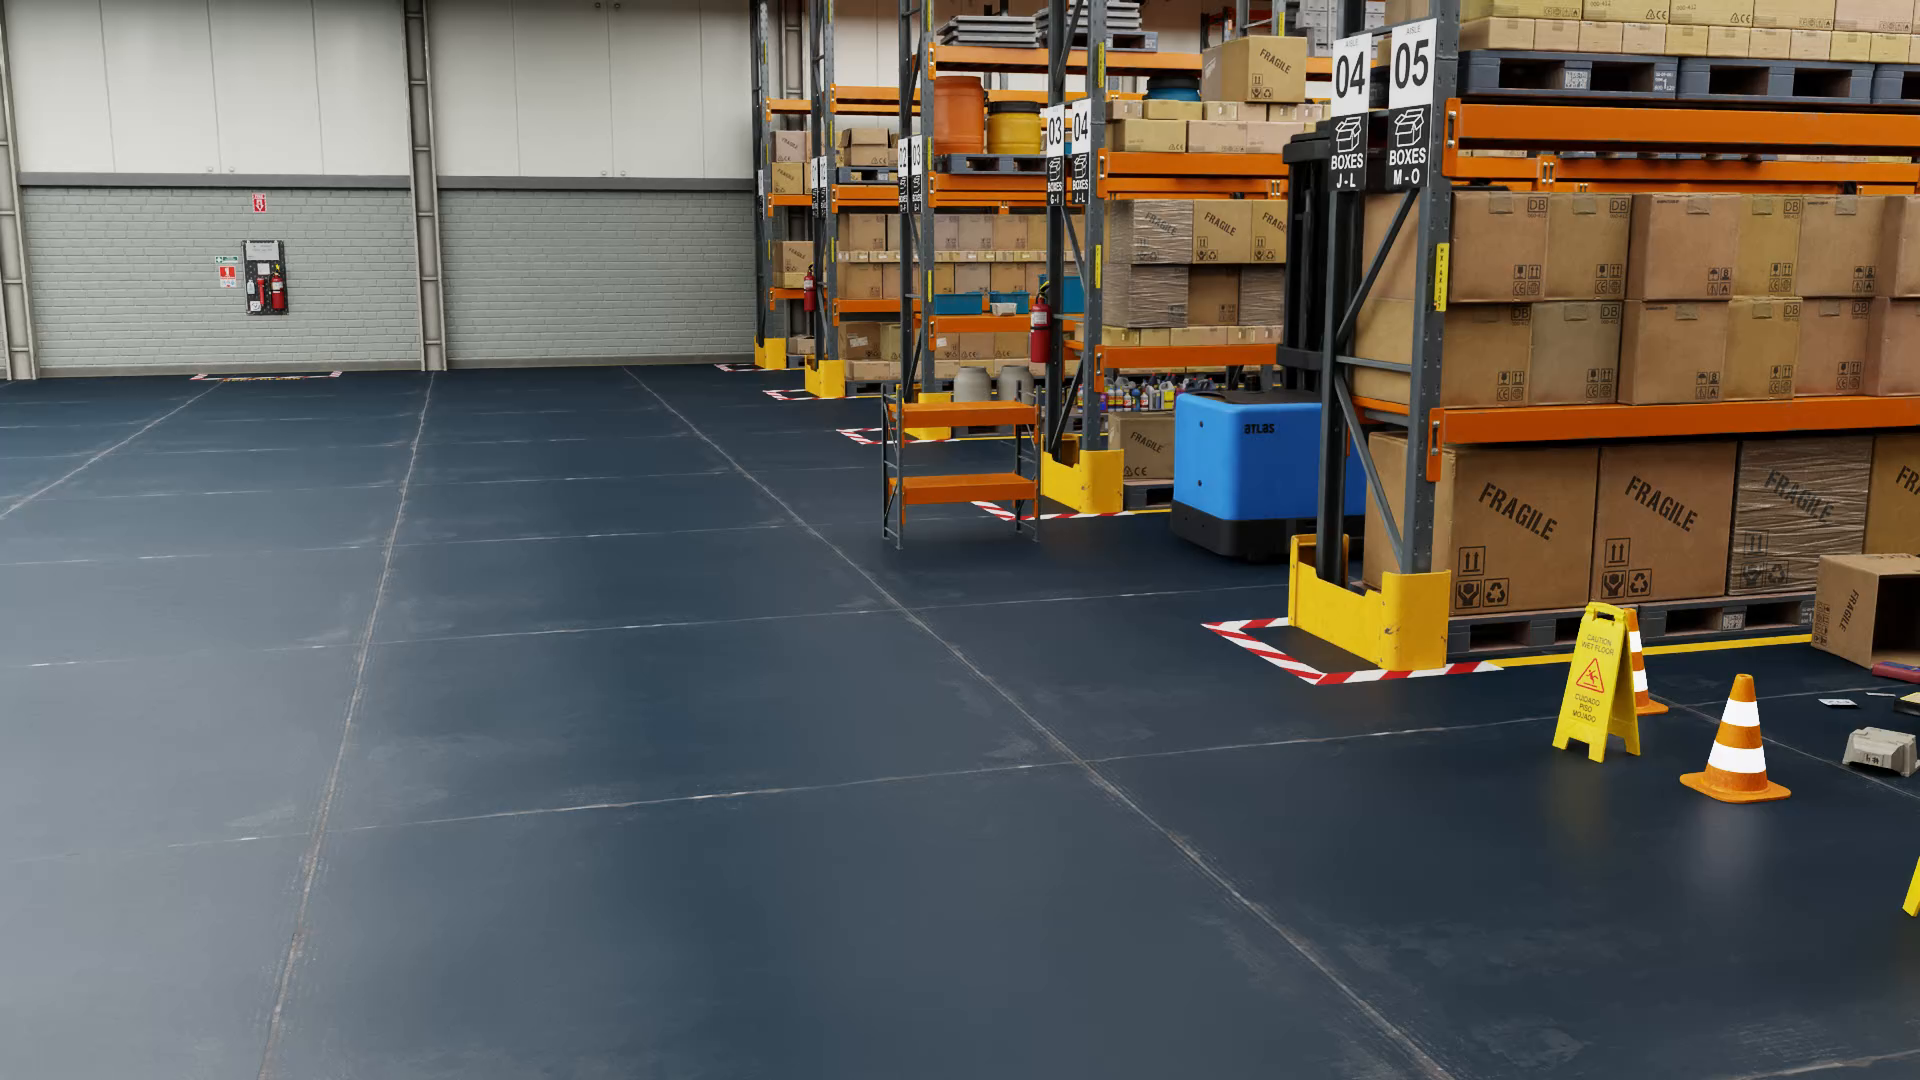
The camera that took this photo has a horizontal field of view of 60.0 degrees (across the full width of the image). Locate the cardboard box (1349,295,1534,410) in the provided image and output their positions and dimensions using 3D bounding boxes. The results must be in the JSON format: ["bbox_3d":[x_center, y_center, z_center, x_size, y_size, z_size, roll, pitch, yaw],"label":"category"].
[{"bbox_3d":[2.548,-1.017,8.871,0.550,0.550,0.875,-3,11,-16],"label":"cardboard box"}]

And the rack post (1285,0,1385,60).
[{"bbox_3d":[5.238,-6.011,19.289,3.121,1.000,1.013,-3,11,-16],"label":"rack post"}]

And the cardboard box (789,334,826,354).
[{"bbox_3d":[-2.549,-3.280,27.792,0.500,0.311,0.500,-4,11,-22],"label":"cardboard box"}]

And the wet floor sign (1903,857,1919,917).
[{"bbox_3d":[3.203,0.920,5.265,0.232,0.644,0.267,1,10,4],"label":"wet floor sign"}]

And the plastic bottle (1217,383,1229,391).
[{"bbox_3d":[3.001,-1.646,18.990,0.133,0.283,0.061,-2,11,-13],"label":"plastic bottle"}]

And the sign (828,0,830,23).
[{"bbox_3d":[-1.701,-6.897,21.639,0.005,0.325,0.100,-3,11,-16],"label":"sign"}]

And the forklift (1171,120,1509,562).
[{"bbox_3d":[3.090,-1.418,11.654,3.031,2.935,1.130,-3,11,-14],"label":"forklift"}]

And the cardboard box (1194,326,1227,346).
[{"bbox_3d":[1.979,-1.669,13.521,0.250,0.149,0.380,-3,11,-16],"label":"cardboard box"}]

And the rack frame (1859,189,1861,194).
[{"bbox_3d":[11.052,-3.252,21.427,0.127,3.000,1.000,-3,11,-16],"label":"rack frame"}]

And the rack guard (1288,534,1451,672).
[{"bbox_3d":[2.181,0.314,8.960,0.348,0.500,1.175,-3,11,-16],"label":"rack guard"}]

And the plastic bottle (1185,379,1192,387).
[{"bbox_3d":[2.670,-1.748,19.545,0.133,0.283,0.061,-3,11,-16],"label":"plastic bottle"}]

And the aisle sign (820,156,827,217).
[{"bbox_3d":[-1.828,-4.728,22.264,0.004,0.787,0.394,-3,11,-16],"label":"aisle sign"}]

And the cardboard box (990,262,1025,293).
[{"bbox_3d":[0.578,-3.682,23.484,0.500,0.500,0.700,-3,11,-15],"label":"cardboard box"}]

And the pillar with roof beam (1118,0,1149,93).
[{"bbox_3d":[4.156,-7.059,25.533,0.548,9.000,9.100,-3,11,-16],"label":"pillar with roof beam"}]

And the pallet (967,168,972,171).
[{"bbox_3d":[0.009,-5.031,23.052,1.213,0.211,1.003,-3,11,-16],"label":"pallet"}]

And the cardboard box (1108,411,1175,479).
[{"bbox_3d":[1.519,-0.790,13.795,0.500,0.500,0.500,-1,10,-5],"label":"cardboard box"}]

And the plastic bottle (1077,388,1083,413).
[{"bbox_3d":[1.358,-1.557,18.540,0.097,0.271,0.097,0,10,0],"label":"plastic bottle"}]

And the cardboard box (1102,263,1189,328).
[{"bbox_3d":[1.451,-2.002,13.541,0.500,0.500,0.875,-3,11,-16],"label":"cardboard box"}]

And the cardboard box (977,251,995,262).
[{"bbox_3d":[0.315,-3.948,23.138,0.250,0.149,0.380,-3,11,-14],"label":"cardboard box"}]

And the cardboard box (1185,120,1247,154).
[{"bbox_3d":[1.943,-3.192,13.229,0.500,0.250,0.500,-3,11,-17],"label":"cardboard box"}]

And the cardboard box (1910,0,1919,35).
[{"bbox_3d":[5.158,-2.827,8.991,0.500,0.250,0.500,-3,11,-16],"label":"cardboard box"}]

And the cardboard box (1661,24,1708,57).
[{"bbox_3d":[3.592,-2.537,8.513,0.250,0.149,0.380,-3,11,-16],"label":"cardboard box"}]

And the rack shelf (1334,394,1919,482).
[{"bbox_3d":[4.124,-0.664,9.355,4.000,0.370,1.077,-3,11,-16],"label":"rack shelf"}]

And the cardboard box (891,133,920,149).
[{"bbox_3d":[-0.825,-6.465,27.502,0.500,0.500,0.500,-3,11,-18],"label":"cardboard box"}]

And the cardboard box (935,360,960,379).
[{"bbox_3d":[-0.314,-2.400,23.233,0.500,0.250,0.500,-3,11,-16],"label":"cardboard box"}]

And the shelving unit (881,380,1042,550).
[{"bbox_3d":[0.006,-0.554,11.946,1.048,1.125,0.538,-3,11,-16],"label":"shelving unit"}]

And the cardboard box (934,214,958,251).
[{"bbox_3d":[-0.361,-4.271,23.100,0.500,0.500,0.700,-3,11,-16],"label":"cardboard box"}]

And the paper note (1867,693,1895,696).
[{"bbox_3d":[4.425,0.742,7.987,0.123,0.001,0.032,3,11,14],"label":"paper note"}]

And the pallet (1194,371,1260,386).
[{"bbox_3d":[3.860,-2.444,24.737,1.213,0.211,1.003,-3,11,-16],"label":"pallet"}]

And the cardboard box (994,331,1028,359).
[{"bbox_3d":[0.644,-2.821,23.448,0.500,0.500,0.500,-3,11,-16],"label":"cardboard box"}]

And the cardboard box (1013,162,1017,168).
[{"bbox_3d":[0.908,-5.227,23.017,0.250,0.149,0.380,-3,11,-16],"label":"cardboard box"}]

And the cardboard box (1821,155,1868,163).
[{"bbox_3d":[7.735,-3.496,14.881,0.500,0.250,0.500,-3,11,-16],"label":"cardboard box"}]

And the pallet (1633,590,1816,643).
[{"bbox_3d":[4.119,0.340,9.618,1.213,0.211,1.003,-3,11,-16],"label":"pallet"}]

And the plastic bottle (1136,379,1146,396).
[{"bbox_3d":[2.129,-1.748,19.546,0.133,0.283,0.061,-3,11,-13],"label":"plastic bottle"}]

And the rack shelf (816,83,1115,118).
[{"bbox_3d":[0.070,-6.007,22.915,4.000,0.370,1.077,-3,11,-16],"label":"rack shelf"}]

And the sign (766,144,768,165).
[{"bbox_3d":[-3.087,-6.178,26.620,0.005,0.325,0.100,-3,11,-16],"label":"sign"}]

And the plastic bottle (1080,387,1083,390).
[{"bbox_3d":[1.451,-1.684,19.196,0.133,0.283,0.061,-3,11,-16],"label":"plastic bottle"}]

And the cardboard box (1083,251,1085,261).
[{"bbox_3d":[1.789,-4.026,23.561,0.250,0.149,0.380,-3,11,-16],"label":"cardboard box"}]

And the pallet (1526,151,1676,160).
[{"bbox_3d":[5.378,-3.382,14.365,1.003,0.211,1.213,-3,11,-16],"label":"pallet"}]

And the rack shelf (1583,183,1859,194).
[{"bbox_3d":[9.132,-4.272,20.671,4.000,0.370,1.077,-3,11,-16],"label":"rack shelf"}]

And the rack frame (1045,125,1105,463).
[{"bbox_3d":[0.915,-1.784,13.451,0.127,3.000,1.000,-3,11,-16],"label":"rack frame"}]

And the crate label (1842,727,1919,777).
[{"bbox_3d":[3.838,0.874,6.918,0.250,0.136,0.298,10,14,43],"label":"crate label"}]

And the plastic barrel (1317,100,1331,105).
[{"bbox_3d":[4.427,-4.666,19.435,0.600,0.901,0.600,0,10,0],"label":"plastic barrel"}]

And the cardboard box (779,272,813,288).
[{"bbox_3d":[-2.681,-4.273,27.329,0.500,0.250,0.500,-3,11,-18],"label":"cardboard box"}]

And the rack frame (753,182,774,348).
[{"bbox_3d":[-3.239,-4.367,27.483,0.127,3.000,1.000,-3,11,-16],"label":"rack frame"}]

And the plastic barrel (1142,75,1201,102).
[{"bbox_3d":[2.385,-4.744,18.700,0.708,0.901,0.600,-3,11,-16],"label":"plastic barrel"}]

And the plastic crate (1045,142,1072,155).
[{"bbox_3d":[1.277,-4.261,18.667,0.575,0.384,0.392,-3,11,-16],"label":"plastic crate"}]

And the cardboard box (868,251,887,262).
[{"bbox_3d":[-1.161,-3.871,22.718,0.250,0.149,0.380,-3,11,-17],"label":"cardboard box"}]

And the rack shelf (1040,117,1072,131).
[{"bbox_3d":[2.522,-7.071,28.691,4.000,0.370,1.077,-3,11,-16],"label":"rack shelf"}]

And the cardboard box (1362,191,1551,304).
[{"bbox_3d":[2.571,-1.533,8.694,0.550,0.550,0.875,-3,11,-16],"label":"cardboard box"}]

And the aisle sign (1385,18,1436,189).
[{"bbox_3d":[2.220,-2.139,8.202,0.004,0.787,0.394,-3,11,-16],"label":"aisle sign"}]

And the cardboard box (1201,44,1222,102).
[{"bbox_3d":[2.332,-3.823,13.763,0.500,0.500,0.500,-3,11,-16],"label":"cardboard box"}]

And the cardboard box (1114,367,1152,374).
[{"bbox_3d":[2.447,-2.540,23.994,0.500,0.250,0.500,-3,11,-17],"label":"cardboard box"}]

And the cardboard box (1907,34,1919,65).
[{"bbox_3d":[5.049,-2.613,8.929,0.250,0.149,0.380,-3,11,-16],"label":"cardboard box"}]

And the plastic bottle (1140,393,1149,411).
[{"bbox_3d":[2.076,-1.560,18.751,0.097,0.201,0.097,0,10,0],"label":"plastic bottle"}]

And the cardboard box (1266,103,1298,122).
[{"bbox_3d":[2.502,-3.415,13.340,0.250,0.149,0.380,-4,11,-19],"label":"cardboard box"}]
